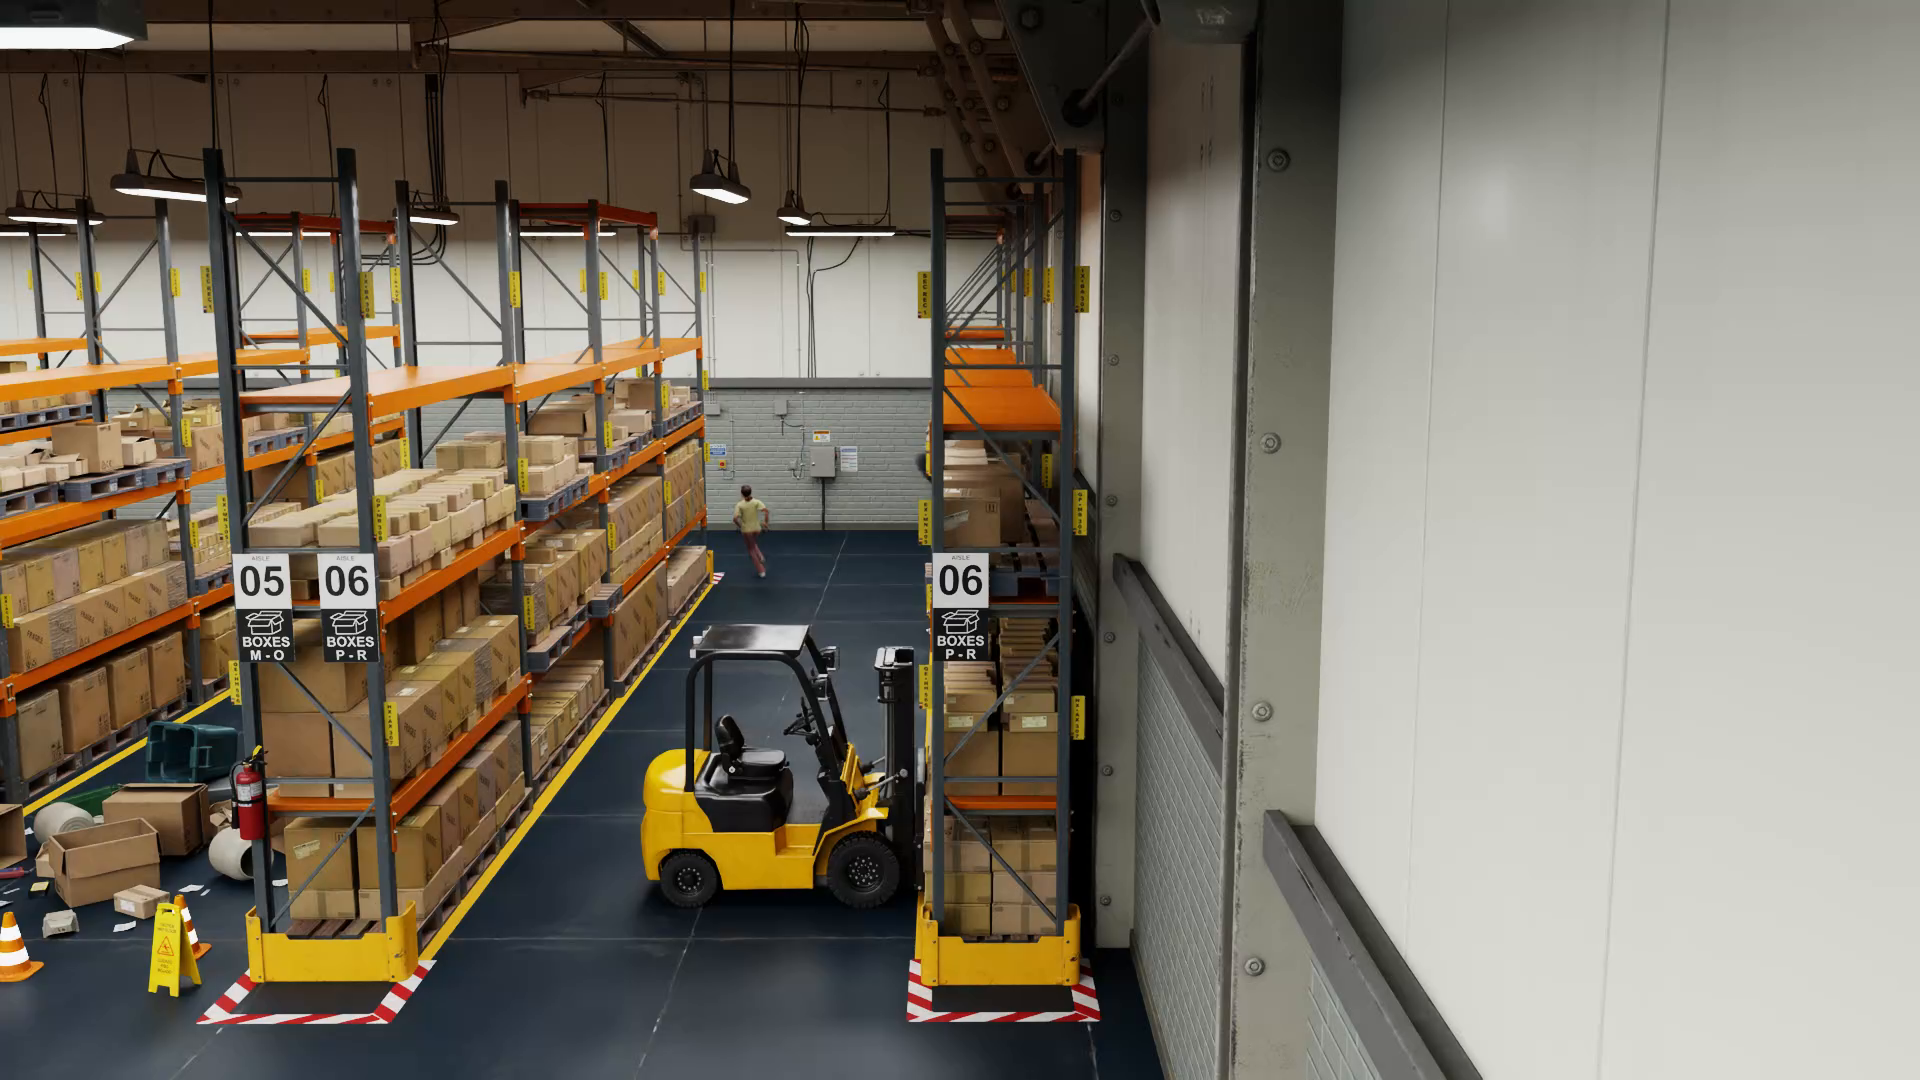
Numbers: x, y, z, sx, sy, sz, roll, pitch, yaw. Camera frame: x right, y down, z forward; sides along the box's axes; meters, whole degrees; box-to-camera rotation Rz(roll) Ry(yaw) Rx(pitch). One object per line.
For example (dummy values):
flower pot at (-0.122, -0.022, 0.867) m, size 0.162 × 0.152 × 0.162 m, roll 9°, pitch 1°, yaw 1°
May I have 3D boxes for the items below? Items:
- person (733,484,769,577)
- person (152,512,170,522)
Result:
person at (-3.620, -0.163, 28.438) m, size 0.599 × 1.585 × 0.552 m, roll -6°, pitch 11°, yaw -32°
person at (-11.382, 0.490, 23.864) m, size 0.612 × 1.836 × 0.994 m, roll 1°, pitch 9°, yaw 6°
